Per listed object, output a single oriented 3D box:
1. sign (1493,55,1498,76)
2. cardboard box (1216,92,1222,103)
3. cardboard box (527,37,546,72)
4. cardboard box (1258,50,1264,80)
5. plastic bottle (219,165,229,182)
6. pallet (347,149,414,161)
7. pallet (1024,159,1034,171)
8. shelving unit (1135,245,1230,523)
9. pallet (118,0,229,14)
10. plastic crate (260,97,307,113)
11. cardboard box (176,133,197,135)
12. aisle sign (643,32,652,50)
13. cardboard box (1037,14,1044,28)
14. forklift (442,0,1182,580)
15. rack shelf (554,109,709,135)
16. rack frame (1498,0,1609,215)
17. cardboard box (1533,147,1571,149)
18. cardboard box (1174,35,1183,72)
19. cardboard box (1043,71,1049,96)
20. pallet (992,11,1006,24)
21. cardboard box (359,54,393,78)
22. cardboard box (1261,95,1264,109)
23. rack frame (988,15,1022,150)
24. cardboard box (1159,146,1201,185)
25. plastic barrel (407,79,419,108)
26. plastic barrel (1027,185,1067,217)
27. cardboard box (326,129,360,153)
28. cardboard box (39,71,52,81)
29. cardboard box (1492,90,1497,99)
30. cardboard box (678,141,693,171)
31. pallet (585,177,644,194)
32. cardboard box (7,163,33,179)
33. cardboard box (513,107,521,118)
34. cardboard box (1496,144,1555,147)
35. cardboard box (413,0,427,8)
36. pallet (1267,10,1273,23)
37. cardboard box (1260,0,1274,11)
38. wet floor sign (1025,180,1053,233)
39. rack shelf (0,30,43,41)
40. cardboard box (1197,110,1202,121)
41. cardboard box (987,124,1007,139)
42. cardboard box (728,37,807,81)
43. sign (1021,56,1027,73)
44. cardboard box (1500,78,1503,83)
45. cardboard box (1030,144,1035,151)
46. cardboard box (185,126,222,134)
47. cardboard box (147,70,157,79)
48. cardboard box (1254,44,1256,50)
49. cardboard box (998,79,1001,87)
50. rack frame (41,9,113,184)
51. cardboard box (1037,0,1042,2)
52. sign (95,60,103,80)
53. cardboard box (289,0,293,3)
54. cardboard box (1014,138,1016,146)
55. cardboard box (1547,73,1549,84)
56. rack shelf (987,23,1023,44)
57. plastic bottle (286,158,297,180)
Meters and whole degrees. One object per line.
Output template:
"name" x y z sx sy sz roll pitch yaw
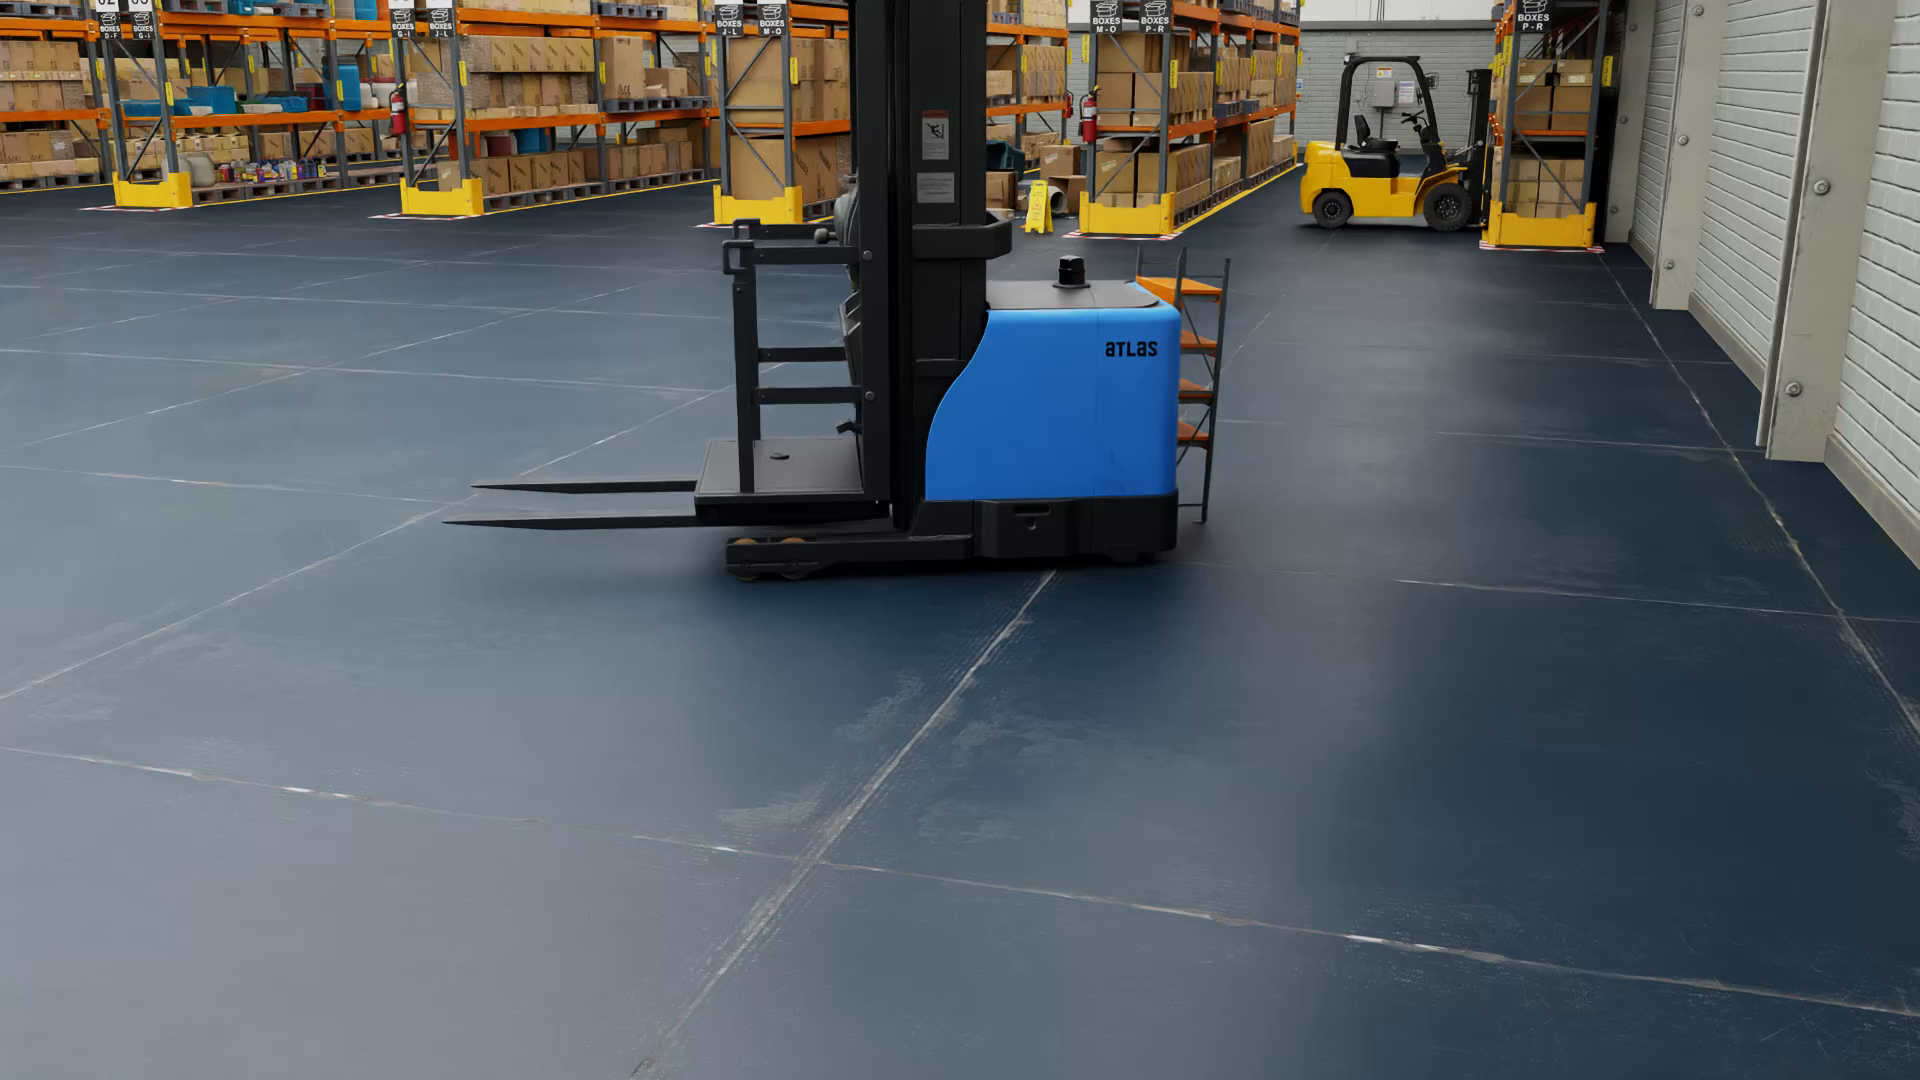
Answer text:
"sign" 8.598 -7.592 26.623 0.100 0.325 0.005 5 16 16
"cardboard box" 3.684 -6.572 24.695 0.380 0.149 0.250 5 17 17
"cardboard box" -6.571 -7.281 24.940 0.500 0.500 0.500 5 16 16
"cardboard box" 5.029 -8.322 29.155 0.500 0.500 0.500 5 17 17
"plastic bottle" -11.963 -5.957 27.019 0.152 0.276 0.135 5 17 16
"pallet" -13.305 -8.840 38.109 1.003 0.211 1.213 5 16 16
"pallet" 0.880 -7.658 33.943 1.003 0.211 1.213 5 16 16
"shelving unit" 0.975 -0.721 7.647 0.258 1.200 0.503 -1 16 -15
"pallet" -11.834 -8.038 25.021 1.003 0.211 1.213 5 16 16
"plastic crate" -11.080 -7.142 27.283 0.499 0.251 0.616 5 16 16
"cardboard box" -15.209 -7.852 32.757 0.500 0.311 0.500 4 16 14
"aisle sign" -7.315 -11.910 39.058 0.394 0.787 0.004 5 16 16
"cardboard box" 1.408 -10.560 33.839 0.500 0.250 0.500 5 17 18
"forklift" -0.636 -1.398 6.888 3.031 2.935 1.130 -1 16 -5
"rack shelf" -5.709 -7.317 28.947 1.077 0.370 4.000 5 16 16
"rack frame" 6.847 -4.941 19.251 1.000 3.000 0.127 5 16 16
"cardboard box" 8.030 -5.204 22.616 0.500 0.250 0.500 5 17 17
"cardboard box" 2.725 -6.813 23.292 0.700 0.500 0.500 5 17 16
"cardboard box" 1.541 -9.524 34.683 0.500 0.500 0.500 5 17 19
"pallet" 0.154 -9.749 31.052 1.213 0.211 1.003 5 16 16
"cardboard box" -13.097 -10.632 37.302 0.500 0.500 0.500 5 17 17
"cardboard box" 5.162 -7.856 29.804 0.500 0.250 0.500 5 16 16
"rack frame" 0.723 -8.822 32.934 1.000 3.000 0.127 5 16 16
"cardboard box" 3.026 -5.169 22.950 0.500 0.500 0.500 6 17 19
"plastic barrel" -10.097 -8.228 30.637 0.421 0.512 0.421 0 16 0
"plastic barrel" 1.223 -4.743 23.276 0.421 0.421 0.512 -10 19 -32
"cardboard box" -13.515 -8.731 36.389 0.500 0.500 0.500 5 16 16
"cardboard box" -15.864 -7.979 28.592 0.380 0.149 0.250 5 16 16
"cardboard box" 8.940 -7.316 27.318 0.380 0.149 0.250 5 17 17
"cardboard box" -5.312 -7.018 30.351 0.700 0.500 0.500 4 16 13
"pallet" -6.058 -6.002 28.103 1.003 0.211 1.213 5 16 16
"cardboard box" -16.117 -6.257 28.161 0.500 0.250 0.500 5 16 16
"cardboard box" -6.756 -6.356 24.701 0.380 0.149 0.250 5 16 16
"cardboard box" 8.931 -5.931 26.326 0.875 0.625 0.625 5 17 18
"cardboard box" -7.521 -7.610 23.440 0.500 0.250 0.500 5 17 17
"pallet" 5.284 -9.571 30.431 0.805 0.209 1.217 4 16 14
"cardboard box" 5.448 -9.820 30.349 0.500 0.311 0.500 5 16 16
"wet floor sign" 1.007 -4.225 21.044 0.267 0.644 0.232 11 19 35
"rack shelf" -19.956 -9.912 32.600 1.077 0.370 4.000 5 16 16
"cardboard box" 3.139 -5.876 23.011 0.380 0.149 0.250 4 16 15
"cardboard box" 0.595 -7.834 31.889 0.500 0.250 0.500 5 17 19
"cardboard box" -2.545 -6.368 22.029 0.875 0.550 0.550 5 16 16
"sign" 1.256 -9.336 32.627 0.100 0.325 0.005 5 16 16
"cardboard box" 7.992 -6.662 23.948 0.380 0.149 0.250 4 16 14
"cardboard box" 1.333 -8.145 34.460 0.380 0.149 0.250 5 17 18
"cardboard box" -17.940 -9.572 39.391 0.700 0.500 0.500 5 17 17
"cardboard box" -18.276 -10.311 37.421 0.500 0.500 0.500 5 17 16
"cardboard box" 5.539 -9.536 32.247 0.380 0.149 0.250 5 16 16
"cardboard box" 0.579 -8.721 31.724 0.380 0.149 0.250 4 16 14
"rack frame" -15.774 -7.909 29.716 1.000 3.000 0.127 5 16 16
"cardboard box" 1.457 -11.022 33.824 0.380 0.149 0.250 5 17 19
"sign" -15.242 -8.321 29.437 0.100 0.325 0.005 5 16 16
"cardboard box" -14.091 -11.268 34.925 0.600 0.600 0.600 4 16 14
"cardboard box" 1.019 -8.012 33.445 0.380 0.149 0.250 5 17 18
"cardboard box" 8.139 -6.243 22.472 0.380 0.149 0.250 5 16 16
"rack shelf" 0.154 -9.395 30.778 1.077 0.370 4.000 5 16 16
"plastic bottle" -11.079 -6.135 27.512 0.144 0.351 0.185 5 16 16
